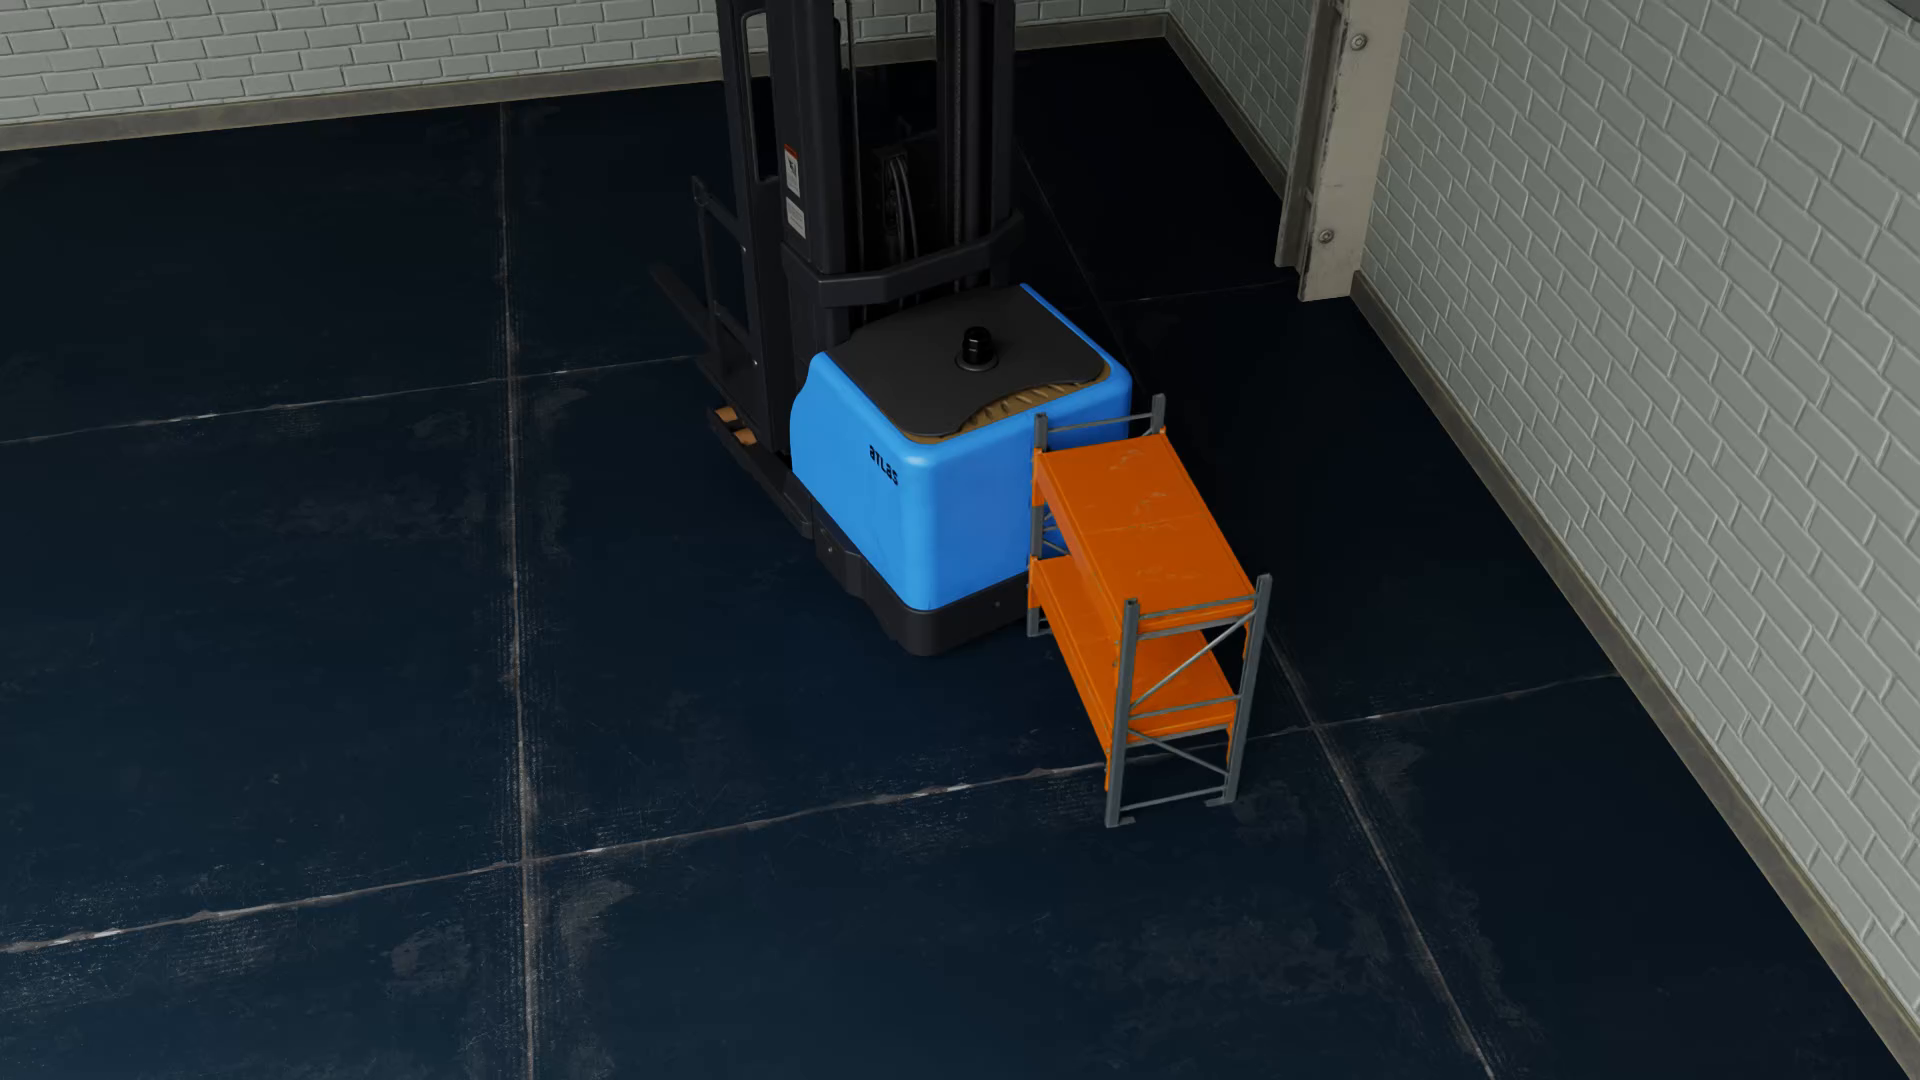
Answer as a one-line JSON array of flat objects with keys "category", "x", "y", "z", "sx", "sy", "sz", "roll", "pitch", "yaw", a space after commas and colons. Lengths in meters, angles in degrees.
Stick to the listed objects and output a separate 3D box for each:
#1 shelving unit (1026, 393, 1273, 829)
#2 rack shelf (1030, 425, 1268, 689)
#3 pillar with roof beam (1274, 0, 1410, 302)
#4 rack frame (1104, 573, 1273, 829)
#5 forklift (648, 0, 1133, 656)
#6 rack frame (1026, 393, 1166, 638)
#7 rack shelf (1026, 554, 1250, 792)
[{"category": "shelving unit", "x": 0.646, "y": 0.254, "z": 6.116, "sx": 0.538, "sy": 1.125, "sz": 1.048, "roll": -10, "pitch": 43, "yaw": -11}, {"category": "rack shelf", "x": 0.646, "y": 0.035, "z": 5.922, "sx": 0.538, "sy": 0.278, "sz": 1.000, "roll": -10, "pitch": 43, "yaw": -11}, {"category": "pillar with roof beam", "x": -2.325, "y": -4.138, "z": 5.133, "sx": 9.100, "sy": 9.000, "sz": 0.400, "roll": -8, "pitch": 42, "yaw": -9}, {"category": "rack frame", "x": 0.774, "y": 0.581, "z": 5.748, "sx": 0.500, "sy": 1.125, "sz": 0.032, "roll": -10, "pitch": 43, "yaw": -11}, {"category": "forklift", "x": -0.517, "y": -1.590, "z": 6.834, "sx": 1.130, "sy": 2.935, "sz": 3.031, "roll": -22, "pitch": 46, "yaw": -23}, {"category": "rack frame", "x": 0.518, "y": -0.072, "z": 6.484, "sx": 0.500, "sy": 1.125, "sz": 0.032, "roll": -10, "pitch": 43, "yaw": -11}, {"category": "rack shelf", "x": 0.646, "y": 0.437, "z": 6.278, "sx": 0.538, "sy": 0.278, "sz": 1.000, "roll": -10, "pitch": 43, "yaw": -11}]
